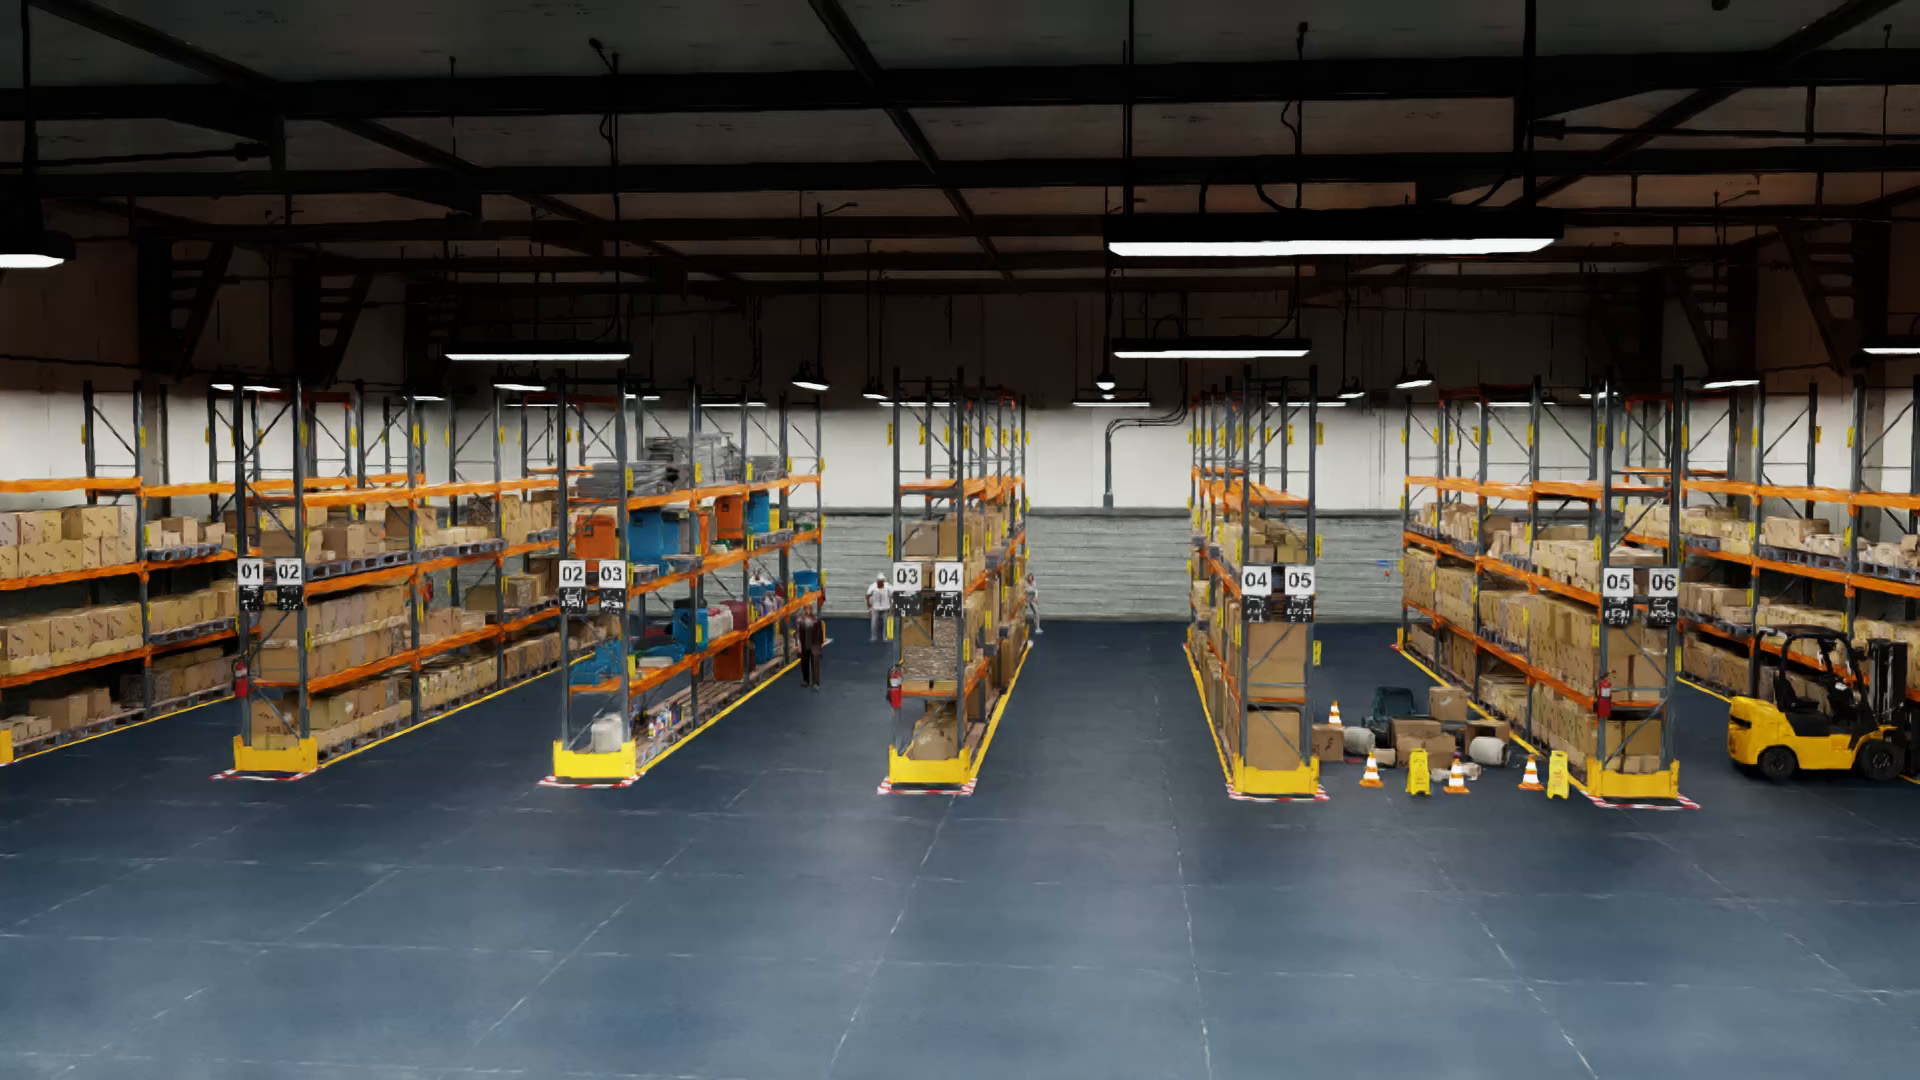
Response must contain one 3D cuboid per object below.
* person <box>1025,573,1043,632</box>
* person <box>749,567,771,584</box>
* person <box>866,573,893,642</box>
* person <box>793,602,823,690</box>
[{"bbox_3d":[1.766,1.593,42.472,0.568,1.519,0.780,-1,4,-14],"label":"person"},{"bbox_3d":[-5.115,1.532,42.186,0.686,1.709,0.867,1,4,11],"label":"person"},{"bbox_3d":[-1.929,1.642,40.442,0.719,1.714,0.578,0,4,3],"label":"person"},{"bbox_3d":[-3.006,2.086,32.864,0.562,1.715,1.102,0,4,-3],"label":"person"}]
